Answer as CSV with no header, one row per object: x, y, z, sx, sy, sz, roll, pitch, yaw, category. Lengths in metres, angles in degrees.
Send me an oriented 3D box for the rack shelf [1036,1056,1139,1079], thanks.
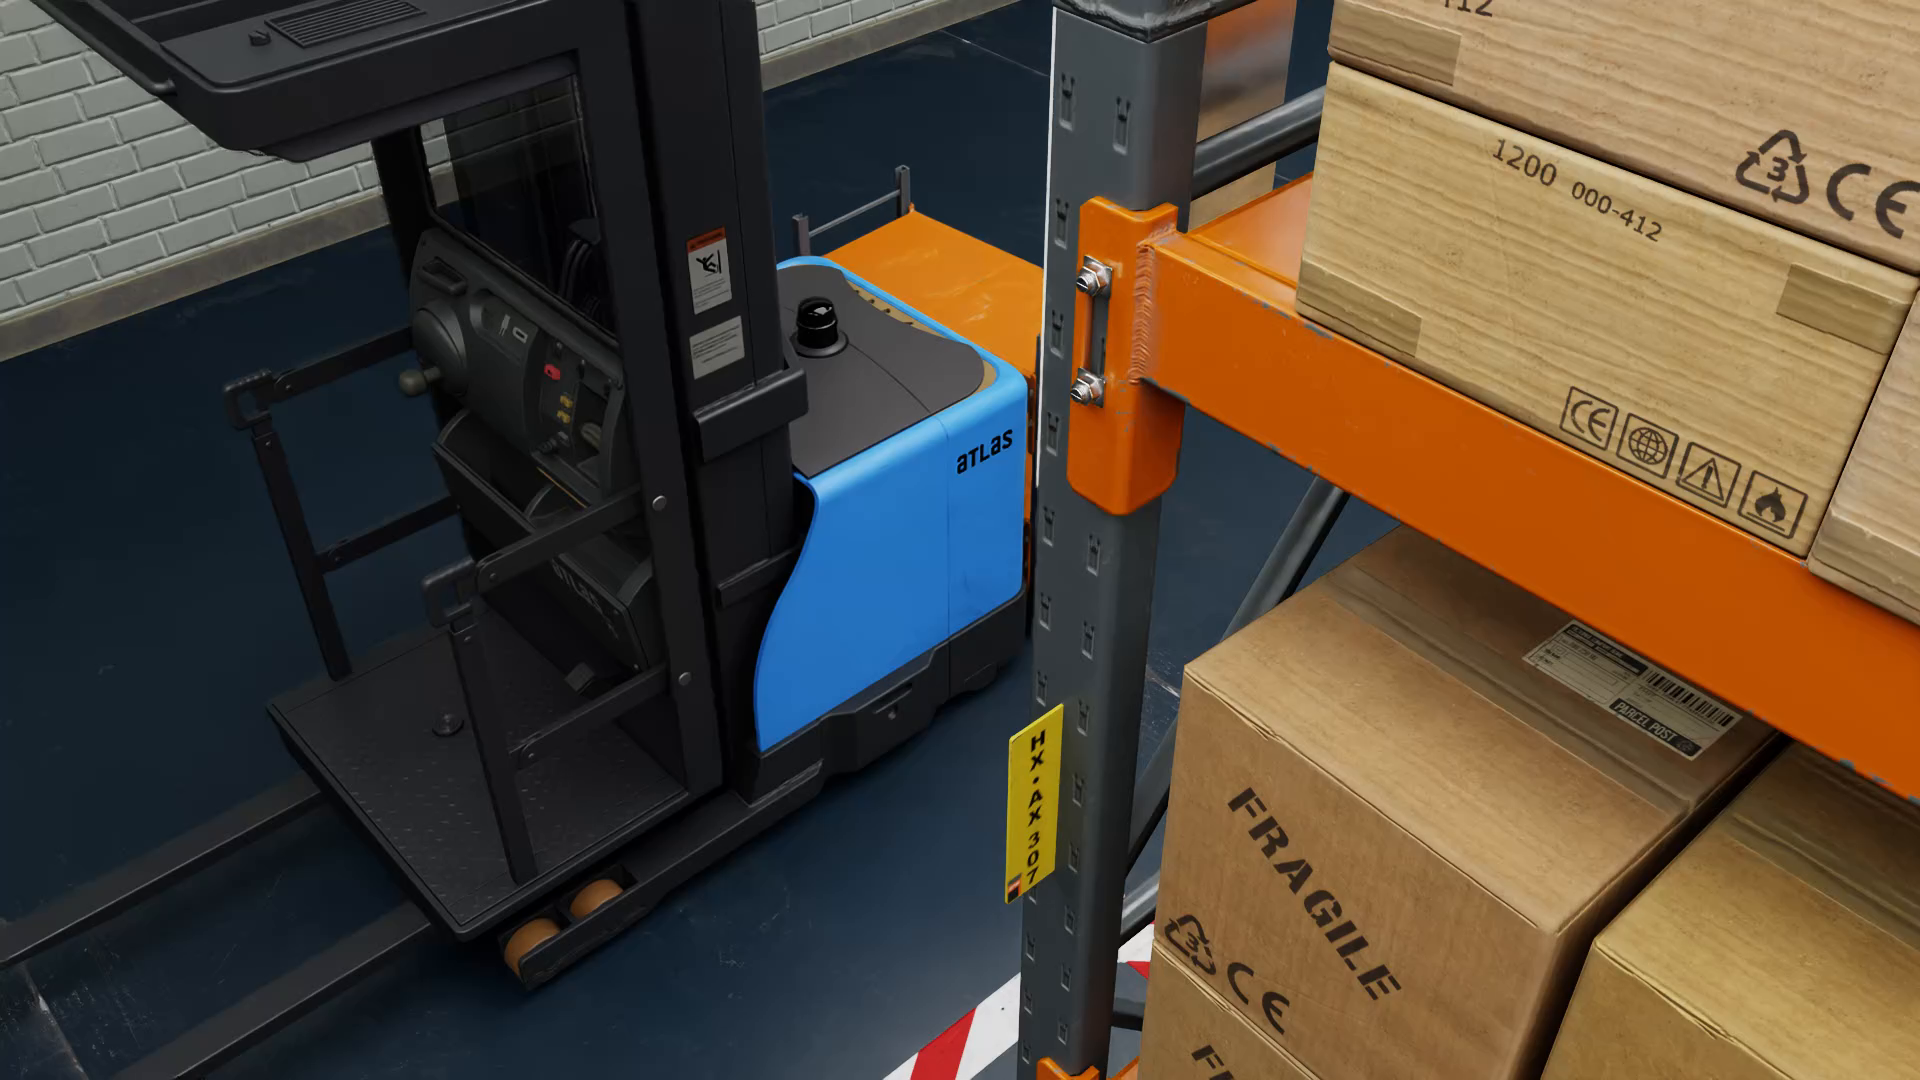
1.853,1.669,1.868,1.077,0.370,4.000,-30,48,-32,rack shelf

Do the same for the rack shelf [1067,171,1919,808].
1.853,0.502,0.926,1.077,0.370,4.000,-30,48,-32,rack shelf

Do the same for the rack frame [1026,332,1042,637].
0.396,-0.245,5.158,0.032,1.125,0.500,30,48,32,rack frame

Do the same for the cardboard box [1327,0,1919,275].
0.656,-0.491,1.305,0.500,0.250,0.500,-30,48,-32,cardboard box

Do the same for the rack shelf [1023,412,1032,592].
0.024,-0.273,5.581,1.000,0.278,0.538,30,48,32,rack shelf

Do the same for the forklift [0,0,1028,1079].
-1.222,-0.362,3.865,3.031,2.935,1.130,-30,48,-32,forklift

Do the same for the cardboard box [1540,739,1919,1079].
0.965,0.592,1.754,0.500,0.500,0.500,-29,47,-31,cardboard box

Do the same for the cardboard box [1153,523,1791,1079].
0.606,0.353,2.050,0.500,0.500,0.500,-28,47,-31,cardboard box

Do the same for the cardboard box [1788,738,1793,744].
1.004,0.125,2.333,0.500,0.500,0.500,-30,48,-32,cardboard box

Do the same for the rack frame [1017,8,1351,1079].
0.500,0.464,2.788,1.000,3.000,0.127,-30,48,-32,rack frame

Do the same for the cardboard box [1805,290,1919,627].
0.989,-0.062,1.172,0.500,0.250,0.500,-30,48,-32,cardboard box

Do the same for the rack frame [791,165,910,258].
-0.347,-0.681,5.698,0.032,1.125,0.500,30,48,32,rack frame

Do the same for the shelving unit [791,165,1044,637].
0.024,-0.463,5.428,1.048,1.125,0.538,30,48,32,shelving unit

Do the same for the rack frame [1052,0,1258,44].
0.500,-1.870,0.904,1.000,3.000,0.127,-30,48,-32,rack frame

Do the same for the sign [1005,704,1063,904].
0.101,0.358,2.231,0.100,0.325,0.005,-30,48,-32,sign

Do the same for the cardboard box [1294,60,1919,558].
0.661,-0.299,1.465,0.500,0.250,0.500,-30,48,-32,cardboard box

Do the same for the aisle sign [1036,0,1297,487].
0.238,-0.454,1.856,0.394,0.787,0.004,-30,48,-32,aisle sign

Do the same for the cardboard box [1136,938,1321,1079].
0.606,0.742,2.364,0.500,0.500,0.500,-29,47,-31,cardboard box

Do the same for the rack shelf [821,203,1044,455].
0.024,-0.691,5.244,1.000,0.278,0.538,30,48,32,rack shelf
